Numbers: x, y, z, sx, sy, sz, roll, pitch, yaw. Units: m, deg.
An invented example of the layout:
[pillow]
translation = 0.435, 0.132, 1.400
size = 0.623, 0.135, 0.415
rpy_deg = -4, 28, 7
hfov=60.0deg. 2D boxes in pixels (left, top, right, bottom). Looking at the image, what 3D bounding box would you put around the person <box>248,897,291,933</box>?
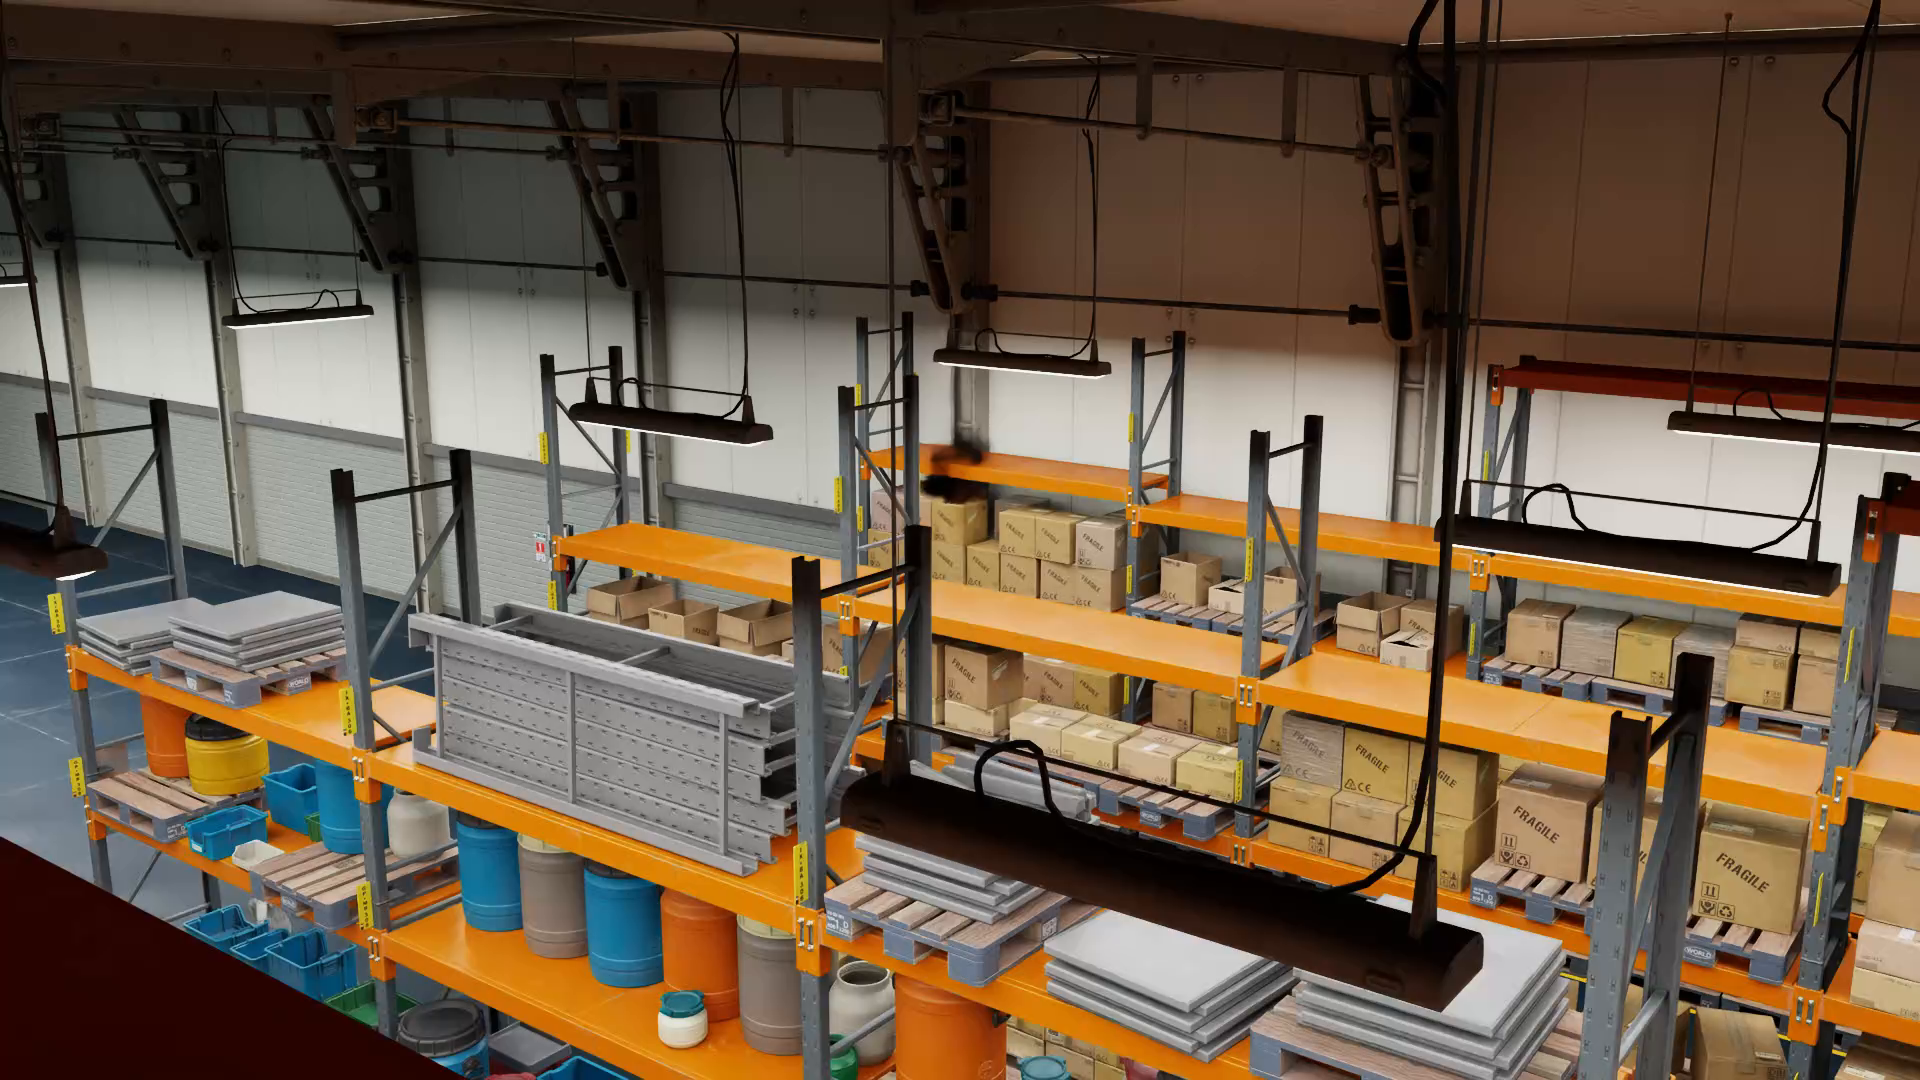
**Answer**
[person]
translation = -6.470, 3.736, 15.759
size = 0.542, 1.546, 0.557
rpy_deg = 1, 13, 2
